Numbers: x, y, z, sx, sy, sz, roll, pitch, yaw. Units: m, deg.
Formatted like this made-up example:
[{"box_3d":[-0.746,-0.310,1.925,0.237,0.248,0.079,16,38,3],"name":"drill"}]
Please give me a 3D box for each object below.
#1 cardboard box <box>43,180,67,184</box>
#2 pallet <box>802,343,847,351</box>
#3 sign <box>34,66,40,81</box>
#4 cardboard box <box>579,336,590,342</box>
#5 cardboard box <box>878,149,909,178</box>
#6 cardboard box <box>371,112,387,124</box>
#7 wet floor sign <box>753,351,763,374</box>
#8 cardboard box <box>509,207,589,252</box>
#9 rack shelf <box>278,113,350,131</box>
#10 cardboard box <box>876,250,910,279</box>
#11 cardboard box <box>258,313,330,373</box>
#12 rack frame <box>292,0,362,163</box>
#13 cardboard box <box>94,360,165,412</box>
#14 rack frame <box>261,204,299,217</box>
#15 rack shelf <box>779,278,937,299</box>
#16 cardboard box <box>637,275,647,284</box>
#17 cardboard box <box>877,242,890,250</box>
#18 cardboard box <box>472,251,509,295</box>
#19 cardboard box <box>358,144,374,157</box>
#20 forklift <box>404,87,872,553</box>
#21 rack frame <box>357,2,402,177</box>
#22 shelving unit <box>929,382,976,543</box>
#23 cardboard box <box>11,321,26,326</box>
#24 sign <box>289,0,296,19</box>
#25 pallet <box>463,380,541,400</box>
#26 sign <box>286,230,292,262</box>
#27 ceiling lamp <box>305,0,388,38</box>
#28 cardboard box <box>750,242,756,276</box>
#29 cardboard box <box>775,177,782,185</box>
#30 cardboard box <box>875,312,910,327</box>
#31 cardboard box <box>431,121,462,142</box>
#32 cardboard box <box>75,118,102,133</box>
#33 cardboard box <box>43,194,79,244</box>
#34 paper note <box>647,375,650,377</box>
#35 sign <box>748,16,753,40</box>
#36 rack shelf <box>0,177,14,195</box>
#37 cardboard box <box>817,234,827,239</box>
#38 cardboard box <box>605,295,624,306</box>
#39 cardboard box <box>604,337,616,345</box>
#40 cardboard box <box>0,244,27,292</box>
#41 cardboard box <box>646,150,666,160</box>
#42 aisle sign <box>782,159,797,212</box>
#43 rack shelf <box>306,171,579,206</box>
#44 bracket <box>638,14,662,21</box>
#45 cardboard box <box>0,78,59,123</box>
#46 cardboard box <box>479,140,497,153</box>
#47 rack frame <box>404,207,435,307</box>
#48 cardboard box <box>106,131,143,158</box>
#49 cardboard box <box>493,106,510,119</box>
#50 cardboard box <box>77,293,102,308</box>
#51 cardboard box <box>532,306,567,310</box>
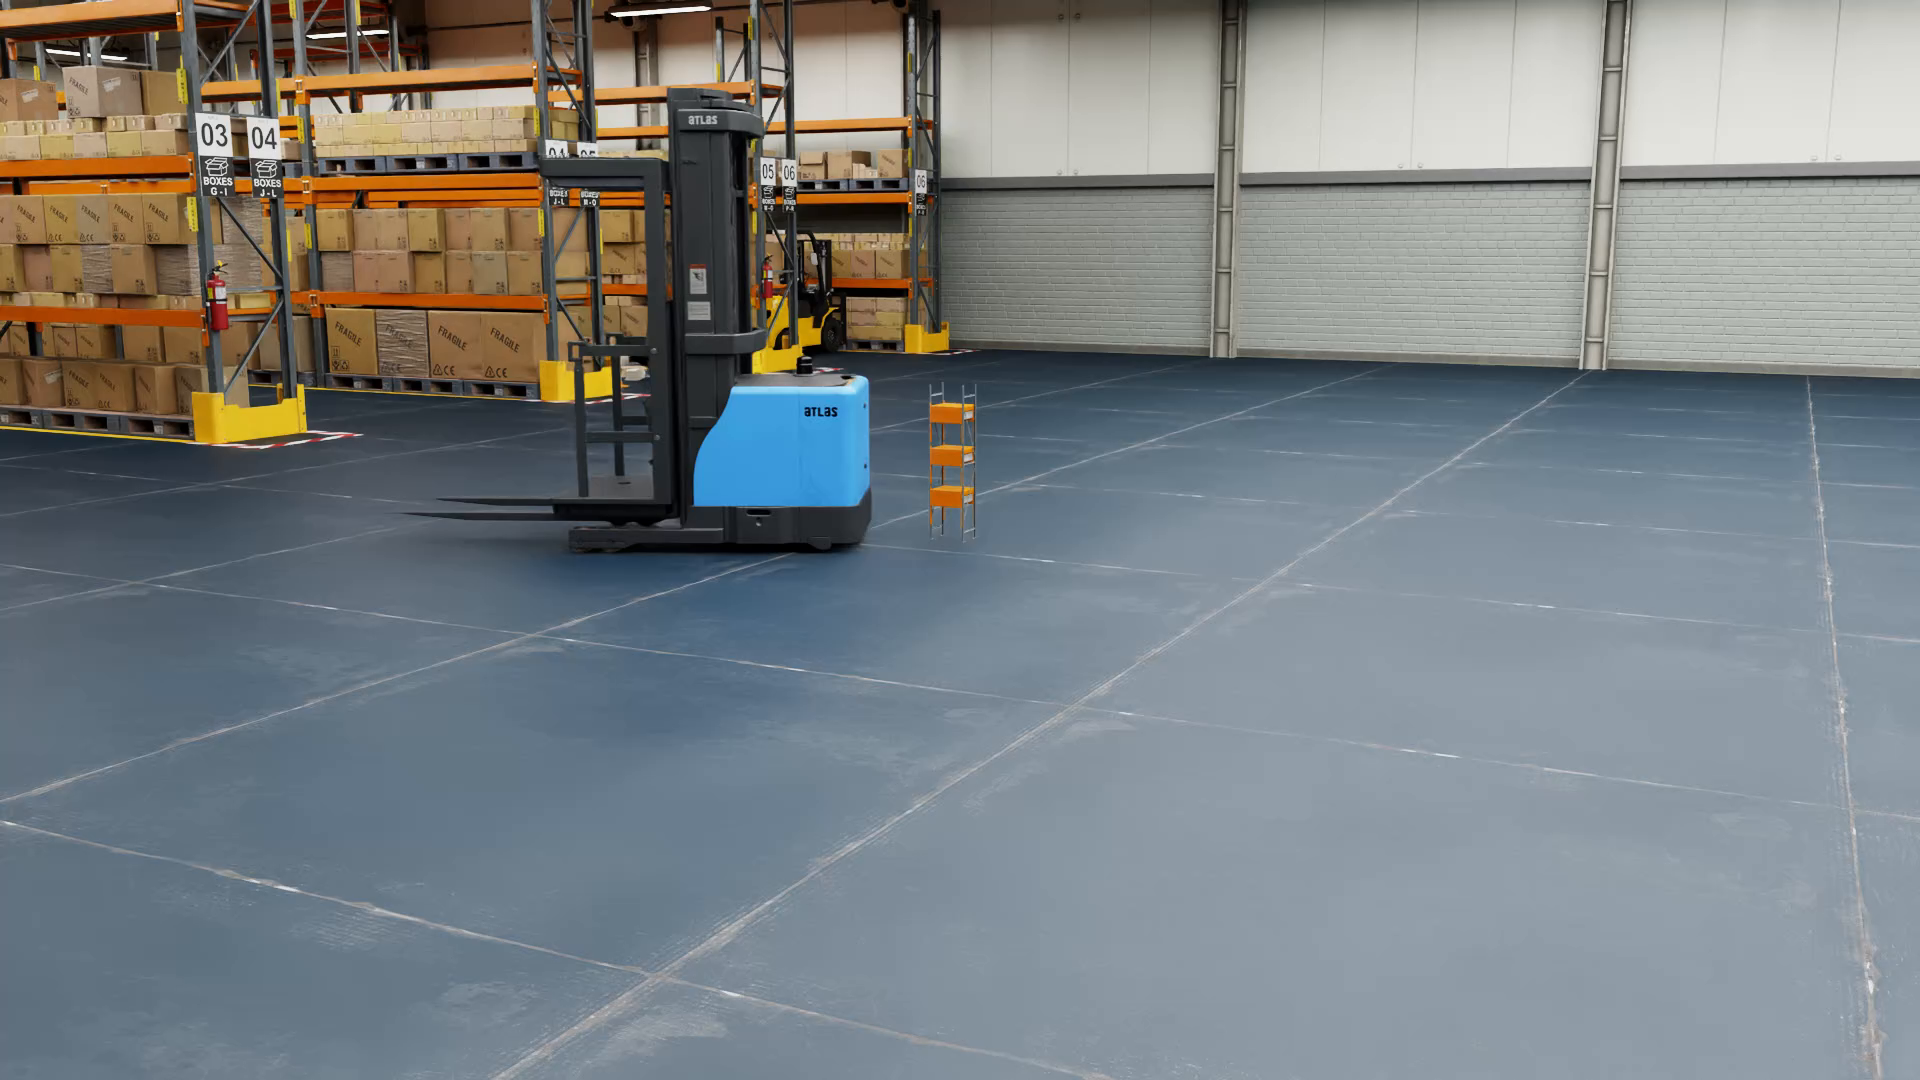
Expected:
[{"box_3d":[-13.163,-5.510,24.546,0.500,0.500,0.500,5,11,26],"name":"cardboard box"},{"box_3d":[-2.412,-3.682,30.979,1.213,0.211,1.003,5,11,26],"name":"pallet"},{"box_3d":[-17.410,-8.773,31.369,0.005,0.325,0.100,5,11,26],"name":"sign"},{"box_3d":[-6.039,-2.895,25.818,0.500,0.500,0.500,-4,11,-23],"name":"cardboard box"},{"box_3d":[-1.122,-6.681,29.558,0.500,0.500,0.500,5,12,28],"name":"cardboard box"},{"box_3d":[-7.406,-5.465,21.588,0.250,0.149,0.380,5,11,26],"name":"cardboard box"},{"box_3d":[-3.114,-2.766,24.704,0.267,0.644,0.232,-10,14,-43],"name":"wet floor sign"},{"box_3d":[-5.226,-3.953,21.195,0.550,0.550,0.875,5,11,26],"name":"cardboard box"},{"box_3d":[-11.778,-7.300,29.440,4.000,0.370,1.077,5,11,26],"name":"rack shelf"},{"box_3d":[-1.175,-4.950,29.876,0.500,0.500,0.500,5,11,25],"name":"cardboard box"},{"box_3d":[-9.094,-2.762,23.204,0.750,0.750,1.050,5,11,26],"name":"cardboard box"},{"box_3d":[-8.497,-6.579,22.316,0.127,3.000,1.000,5,11,26],"name":"rack frame"},{"box_3d":[-8.852,-1.651,17.767,0.500,0.500,0.500,6,12,31],"name":"cardboard box"},{"box_3d":[-14.966,-6.165,36.869,0.127,3.000,1.000,5,11,26],"name":"rack frame"},{"box_3d":[-2.411,-4.707,30.838,4.000,0.370,1.077,5,11,26],"name":"rack shelf"},{"box_3d":[-4.876,-4.109,26.214,0.250,0.149,0.380,5,11,26],"name":"cardboard box"},{"box_3d":[-1.295,-5.270,29.825,0.250,0.149,0.380,5,12,27],"name":"cardboard box"},{"box_3d":[-5.766,-3.448,21.437,0.550,0.550,0.875,5,11,26],"name":"cardboard box"},{"box_3d":[-7.640,-5.093,21.770,0.250,0.149,0.380,5,11,25],"name":"cardboard box"},{"box_3d":[-2.147,-1.451,11.018,3.031,2.935,1.130,0,10,2],"name":"forklift"},{"box_3d":[-9.985,-7.693,28.470,0.127,3.000,1.000,5,11,26],"name":"rack frame"},{"box_3d":[-0.048,-0.521,11.160,0.252,1.050,0.215,5,11,26],"name":"shelving unit"},{"box_3d":[-14.192,-3.421,25.441,0.500,0.250,0.500,6,12,28],"name":"cardboard box"},{"box_3d":[-8.727,-6.990,21.742,0.005,0.325,0.100,5,11,26],"name":"sign"},{"box_3d":[-5.662,-1.991,21.636,1.213,0.211,1.003,5,11,26],"name":"pallet"},{"box_3d":[-6.955,-3.041,17.178,0.005,0.325,0.100,5,11,26],"name":"sign"},{"box_3d":[-11.600,-11.257,31.769,2.000,3.185,0.800,5,11,26],"name":"ceiling lamp"},{"box_3d":[-3.419,-4.305,25.479,0.500,0.500,0.500,5,11,25],"name":"cardboard box"},{"box_3d":[-2.964,-5.541,25.707,0.250,0.149,0.380,5,11,26],"name":"cardboard box"},{"box_3d":[-1.192,-3.992,30.002,0.500,0.250,0.500,5,11,25],"name":"cardboard box"},{"box_3d":[-6.371,-5.190,21.187,0.500,0.250,0.500,5,11,25],"name":"cardboard box"},{"box_3d":[-8.746,-4.202,16.905,0.250,0.149,0.380,4,11,23],"name":"cardboard box"},{"box_3d":[-9.141,-3.338,17.330,0.500,0.500,0.500,5,11,26],"name":"cardboard box"},{"box_3d":[-4.539,-2.406,24.440,0.142,0.019,0.148,1,10,6],"name":"paper note"},{"box_3d":[-3.074,-7.513,24.408,0.005,0.325,0.100,5,11,26],"name":"sign"},{"box_3d":[-12.576,-4.123,19.185,4.000,0.370,1.077,5,11,26],"name":"rack shelf"},{"box_3d":[-2.410,-5.533,30.442,0.250,0.149,0.380,5,11,27],"name":"cardboard box"},{"box_3d":[-5.441,-3.819,26.521,0.250,0.149,0.380,6,12,28],"name":"cardboard box"},{"box_3d":[-5.504,-3.150,26.752,0.500,0.250,0.500,6,12,29],"name":"cardboard box"},{"box_3d":[-9.974,-2.948,17.983,0.500,0.500,0.875,5,11,26],"name":"cardboard box"},{"box_3d":[-4.635,-5.950,25.730,0.250,0.149,0.380,5,12,27],"name":"cardboard box"},{"box_3d":[-2.618,-5.435,25.536,0.004,0.787,0.394,5,11,26],"name":"aisle sign"},{"box_3d":[-6.704,-4.592,21.776,4.000,0.370,1.077,5,11,26],"name":"rack shelf"},{"box_3d":[-6.009,-10.209,32.265,0.430,0.232,0.235,5,11,26],"name":"bracket"},{"box_3d":[-10.266,-4.766,18.199,0.500,0.500,0.500,5,11,24],"name":"cardboard box"},{"box_3d":[-5.814,-4.933,20.885,0.250,0.149,0.380,5,11,27],"name":"cardboard box"},{"box_3d":[-11.379,-5.849,35.127,0.127,3.000,1.000,5,11,26],"name":"rack frame"},{"box_3d":[-8.189,-3.967,16.723,0.500,0.250,0.500,5,11,26],"name":"cardboard box"},{"box_3d":[-5.586,-5.305,20.704,0.250,0.149,0.380,5,11,26],"name":"cardboard box"},{"box_3d":[-8.934,-2.495,17.300,0.250,0.149,0.380,5,11,26],"name":"cardboard box"},{"box_3d":[-8.266,-4.510,33.565,0.500,0.500,0.500,5,12,27],"name":"cardboard box"}]
